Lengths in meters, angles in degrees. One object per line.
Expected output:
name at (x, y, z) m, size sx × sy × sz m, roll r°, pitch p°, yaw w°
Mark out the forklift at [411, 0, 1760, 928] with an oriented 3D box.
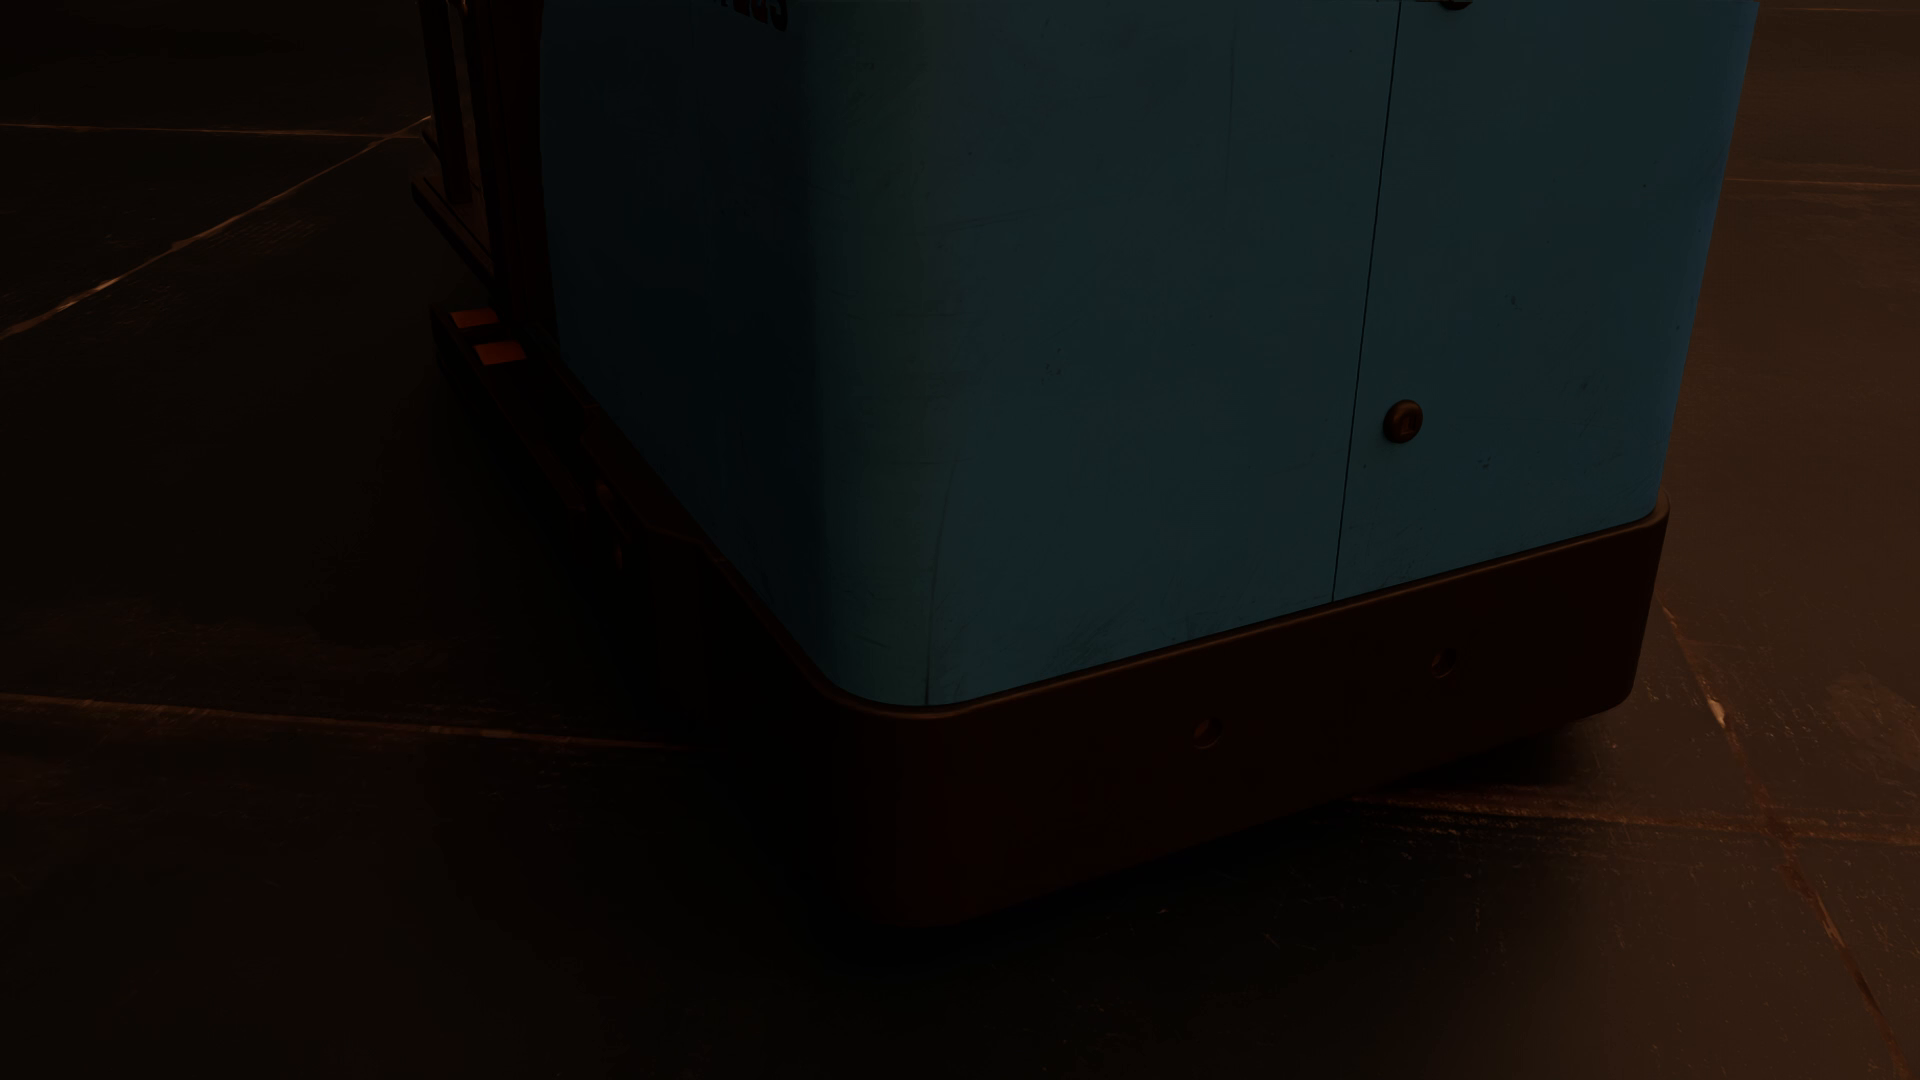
forklift at (-0.301, -1.568, 2.359) m, size 1.130 × 2.935 × 3.031 m, roll -13°, pitch 29°, yaw -24°
